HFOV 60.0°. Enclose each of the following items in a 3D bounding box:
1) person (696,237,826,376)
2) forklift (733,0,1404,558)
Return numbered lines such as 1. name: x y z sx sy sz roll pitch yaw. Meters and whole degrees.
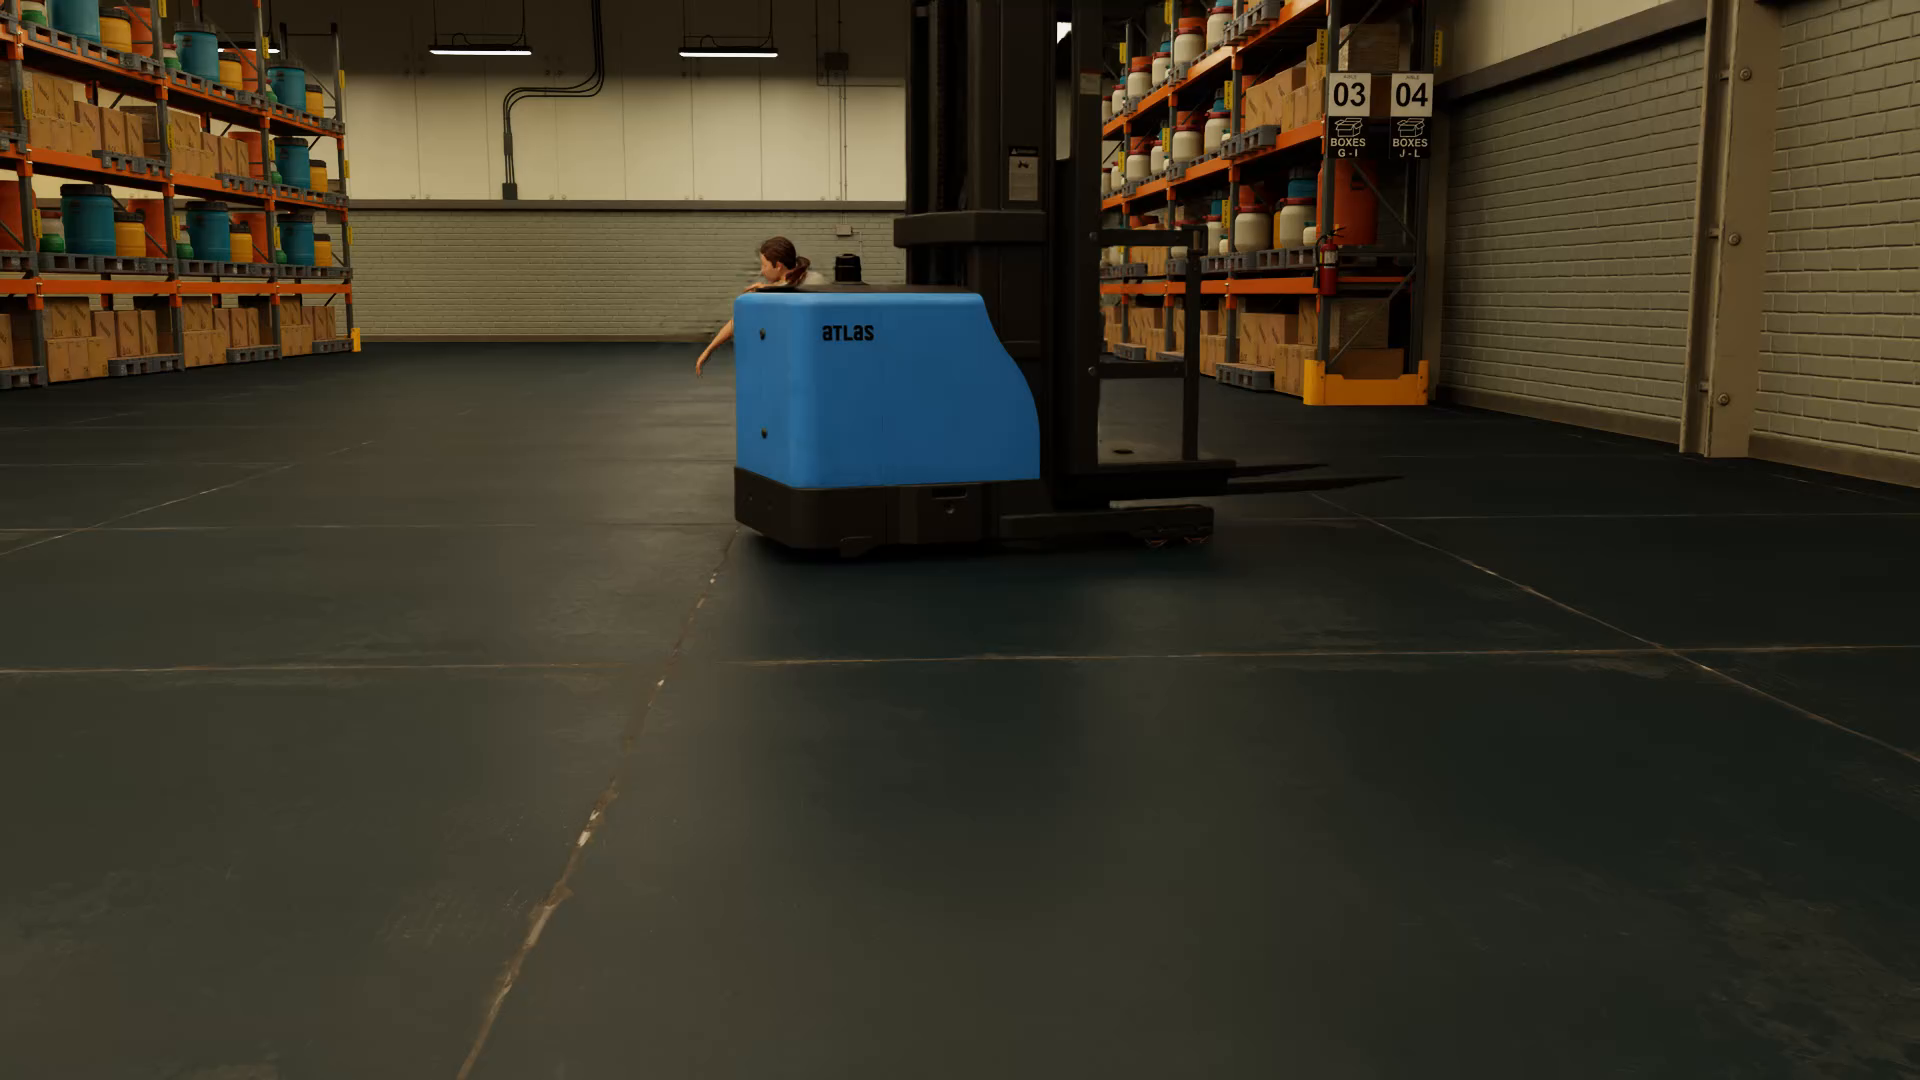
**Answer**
1. person: -1.085 -1.044 9.679 0.737 1.416 0.963 1 9 9
2. forklift: 0.561 -1.492 7.376 3.031 2.935 1.130 -3 9 -22
